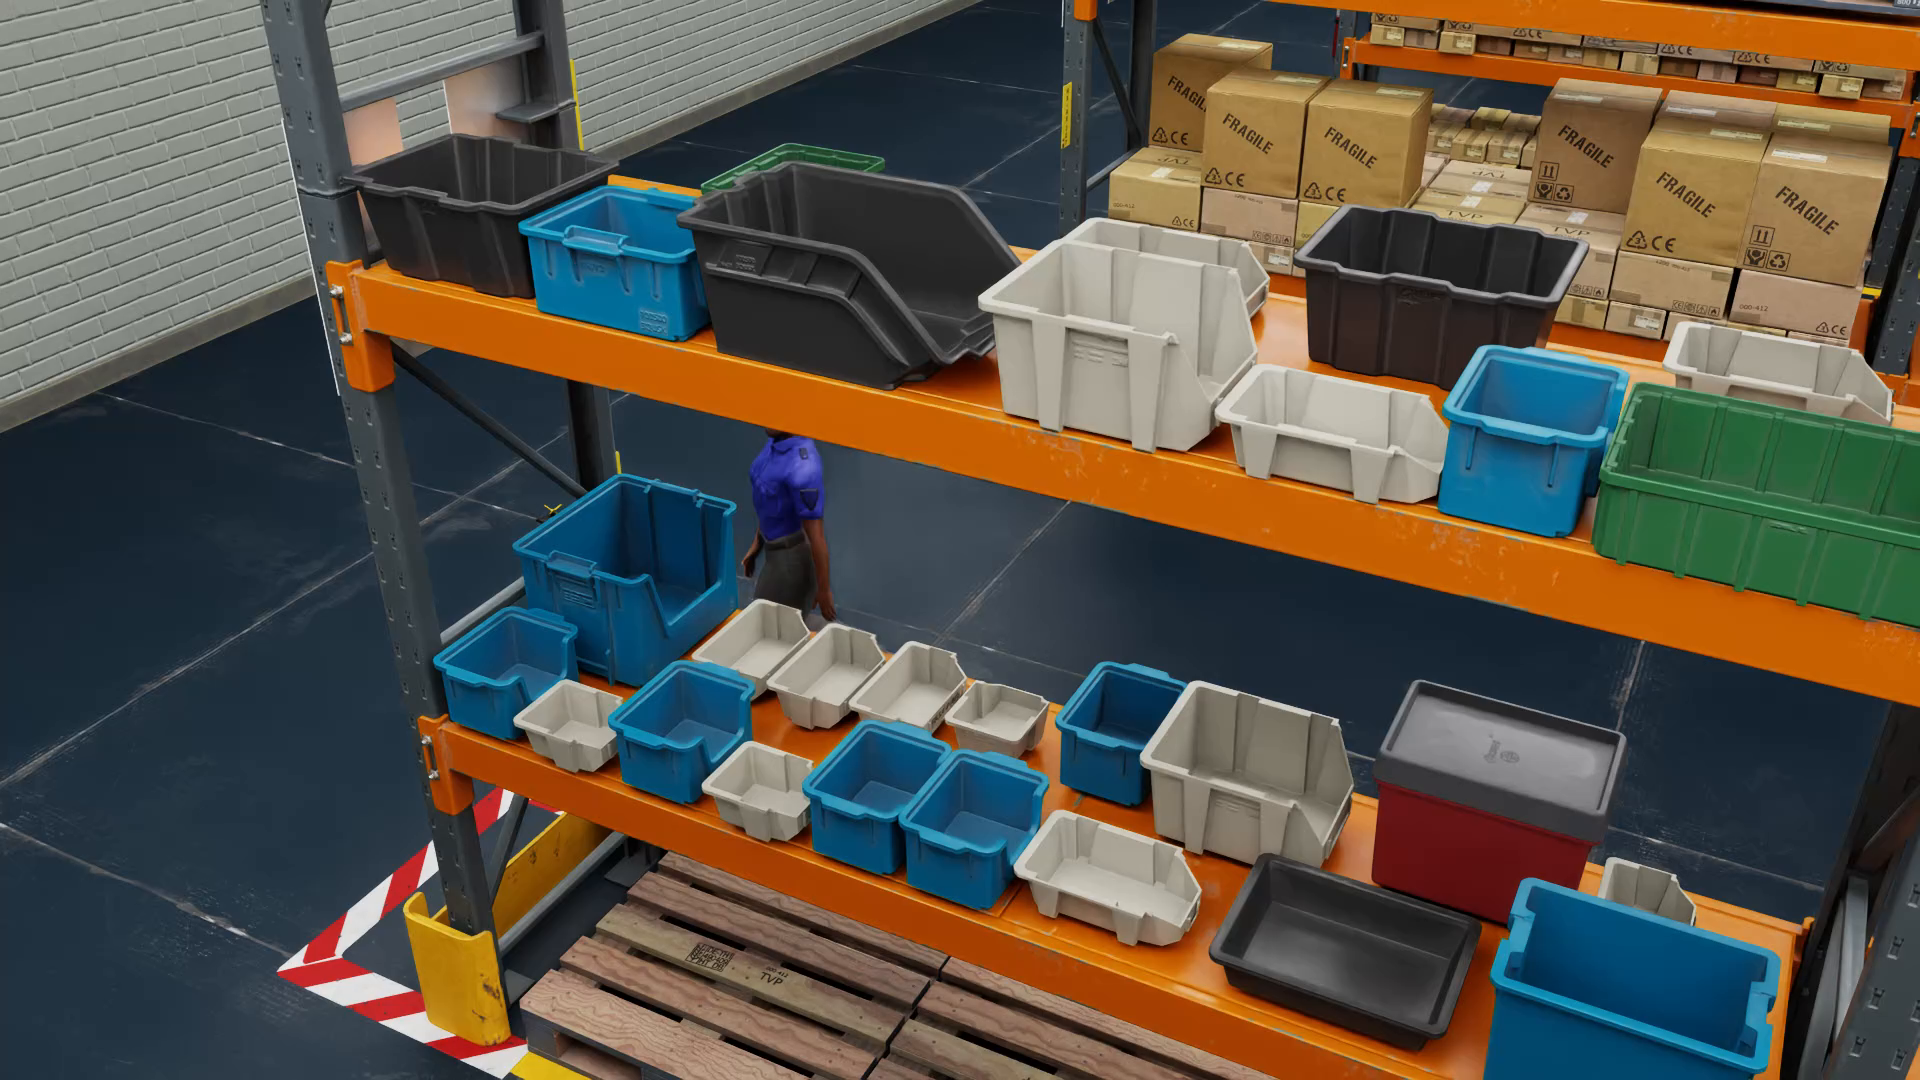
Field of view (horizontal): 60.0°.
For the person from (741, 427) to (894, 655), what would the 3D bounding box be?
[{"bbox_3d":[-0.685,0.074,7.011,0.830,1.621,0.477,-4,30,-6],"label":"person"}]
